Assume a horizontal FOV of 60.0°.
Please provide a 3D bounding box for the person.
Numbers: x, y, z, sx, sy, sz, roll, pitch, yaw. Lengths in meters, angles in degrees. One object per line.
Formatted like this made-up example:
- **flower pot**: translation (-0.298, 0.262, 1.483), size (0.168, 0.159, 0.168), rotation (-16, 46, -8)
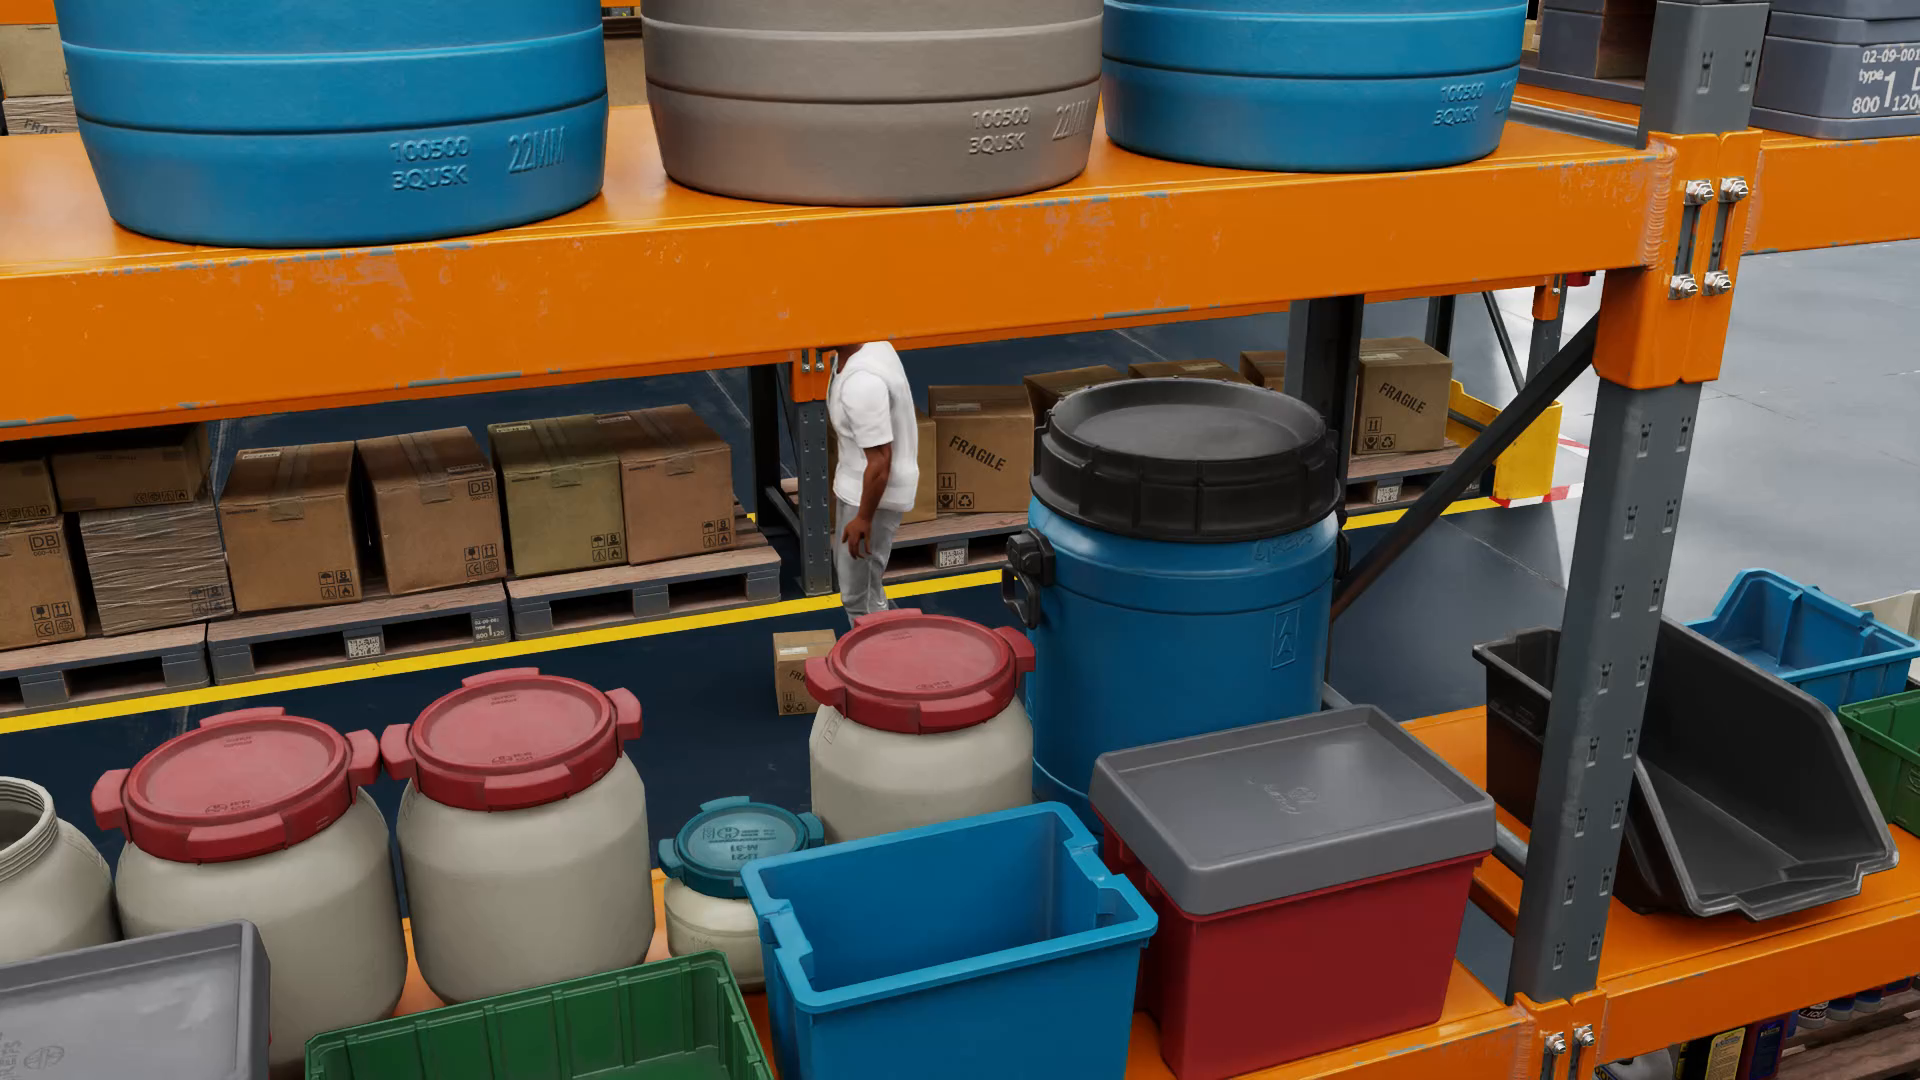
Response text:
- **person**: translation (-0.396, -0.180, 6.505), size (0.461, 1.760, 0.626), rotation (-3, 23, -7)
